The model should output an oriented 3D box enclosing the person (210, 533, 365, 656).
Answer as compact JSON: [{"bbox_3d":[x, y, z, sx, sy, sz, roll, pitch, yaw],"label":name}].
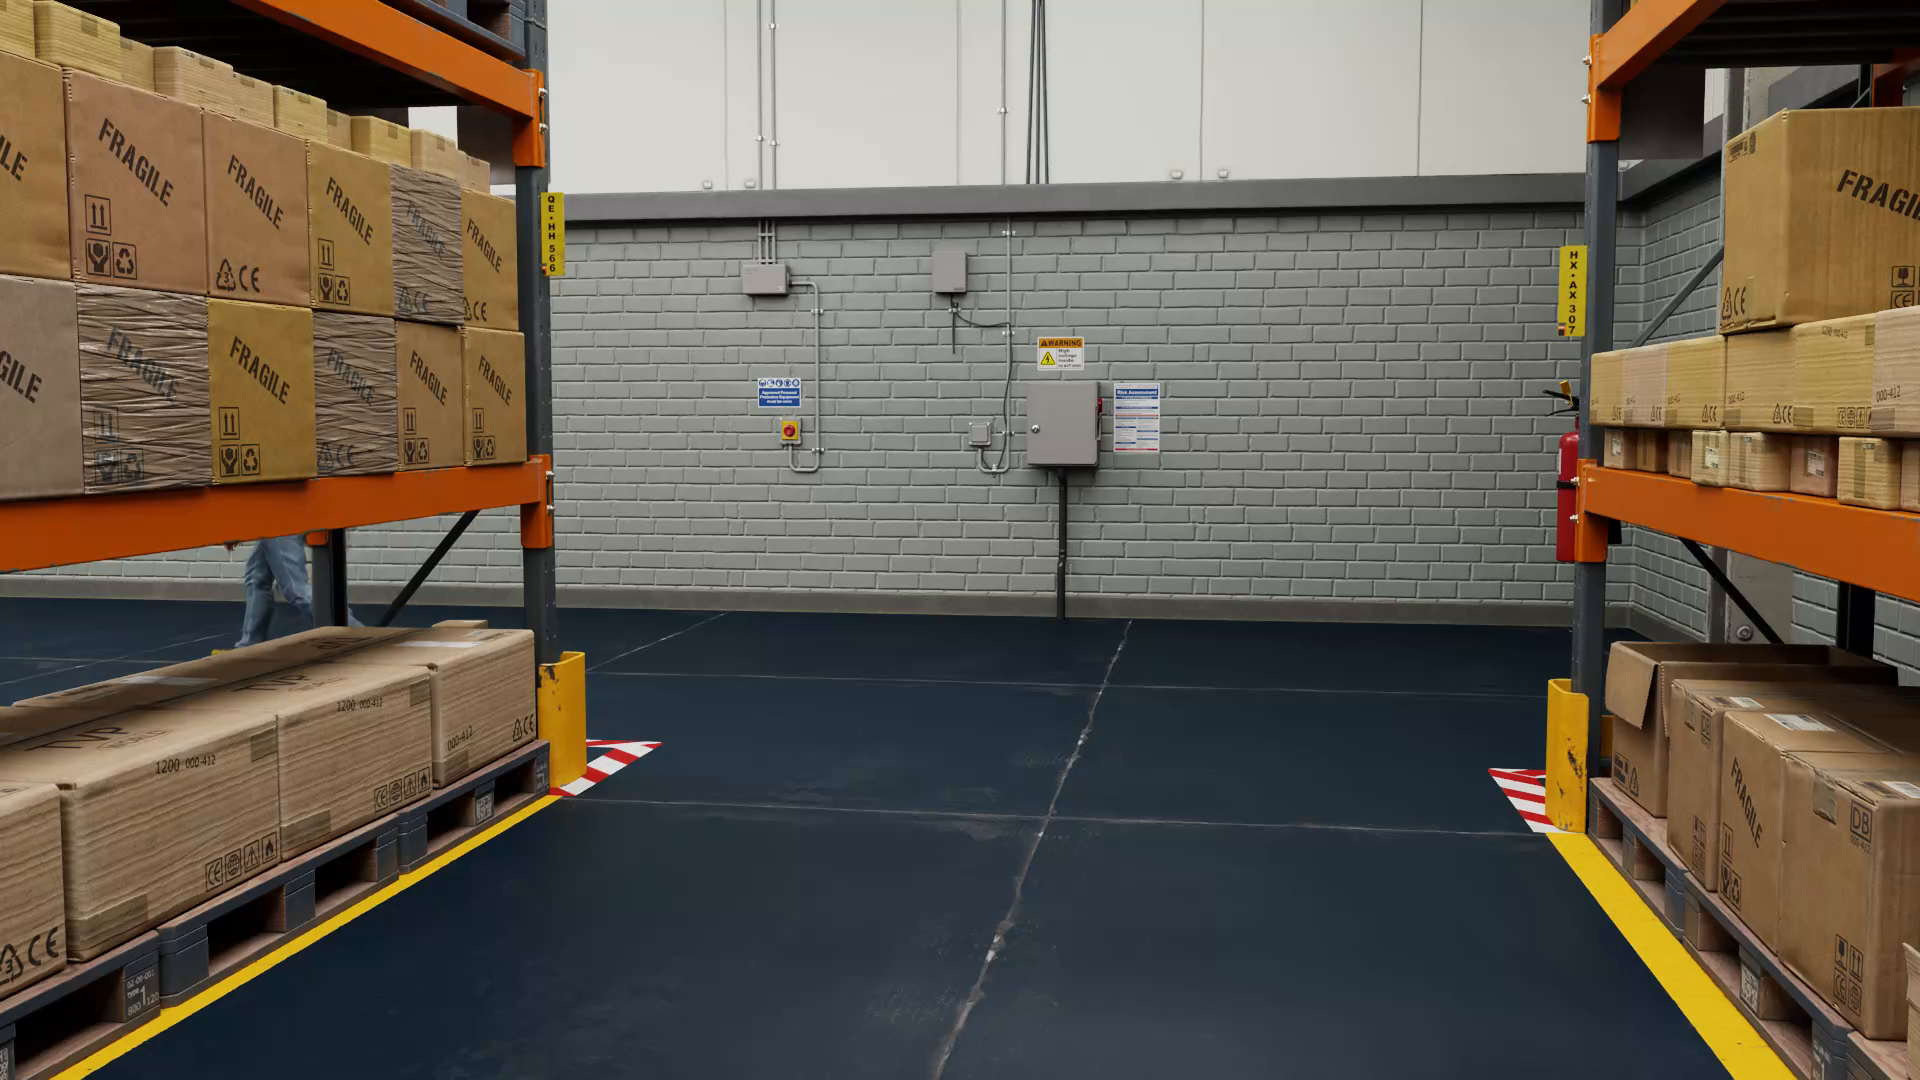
[{"bbox_3d":[-3.867,-0.114,9.493,1.014,1.729,0.607,0,4,2],"label":"person"}]
